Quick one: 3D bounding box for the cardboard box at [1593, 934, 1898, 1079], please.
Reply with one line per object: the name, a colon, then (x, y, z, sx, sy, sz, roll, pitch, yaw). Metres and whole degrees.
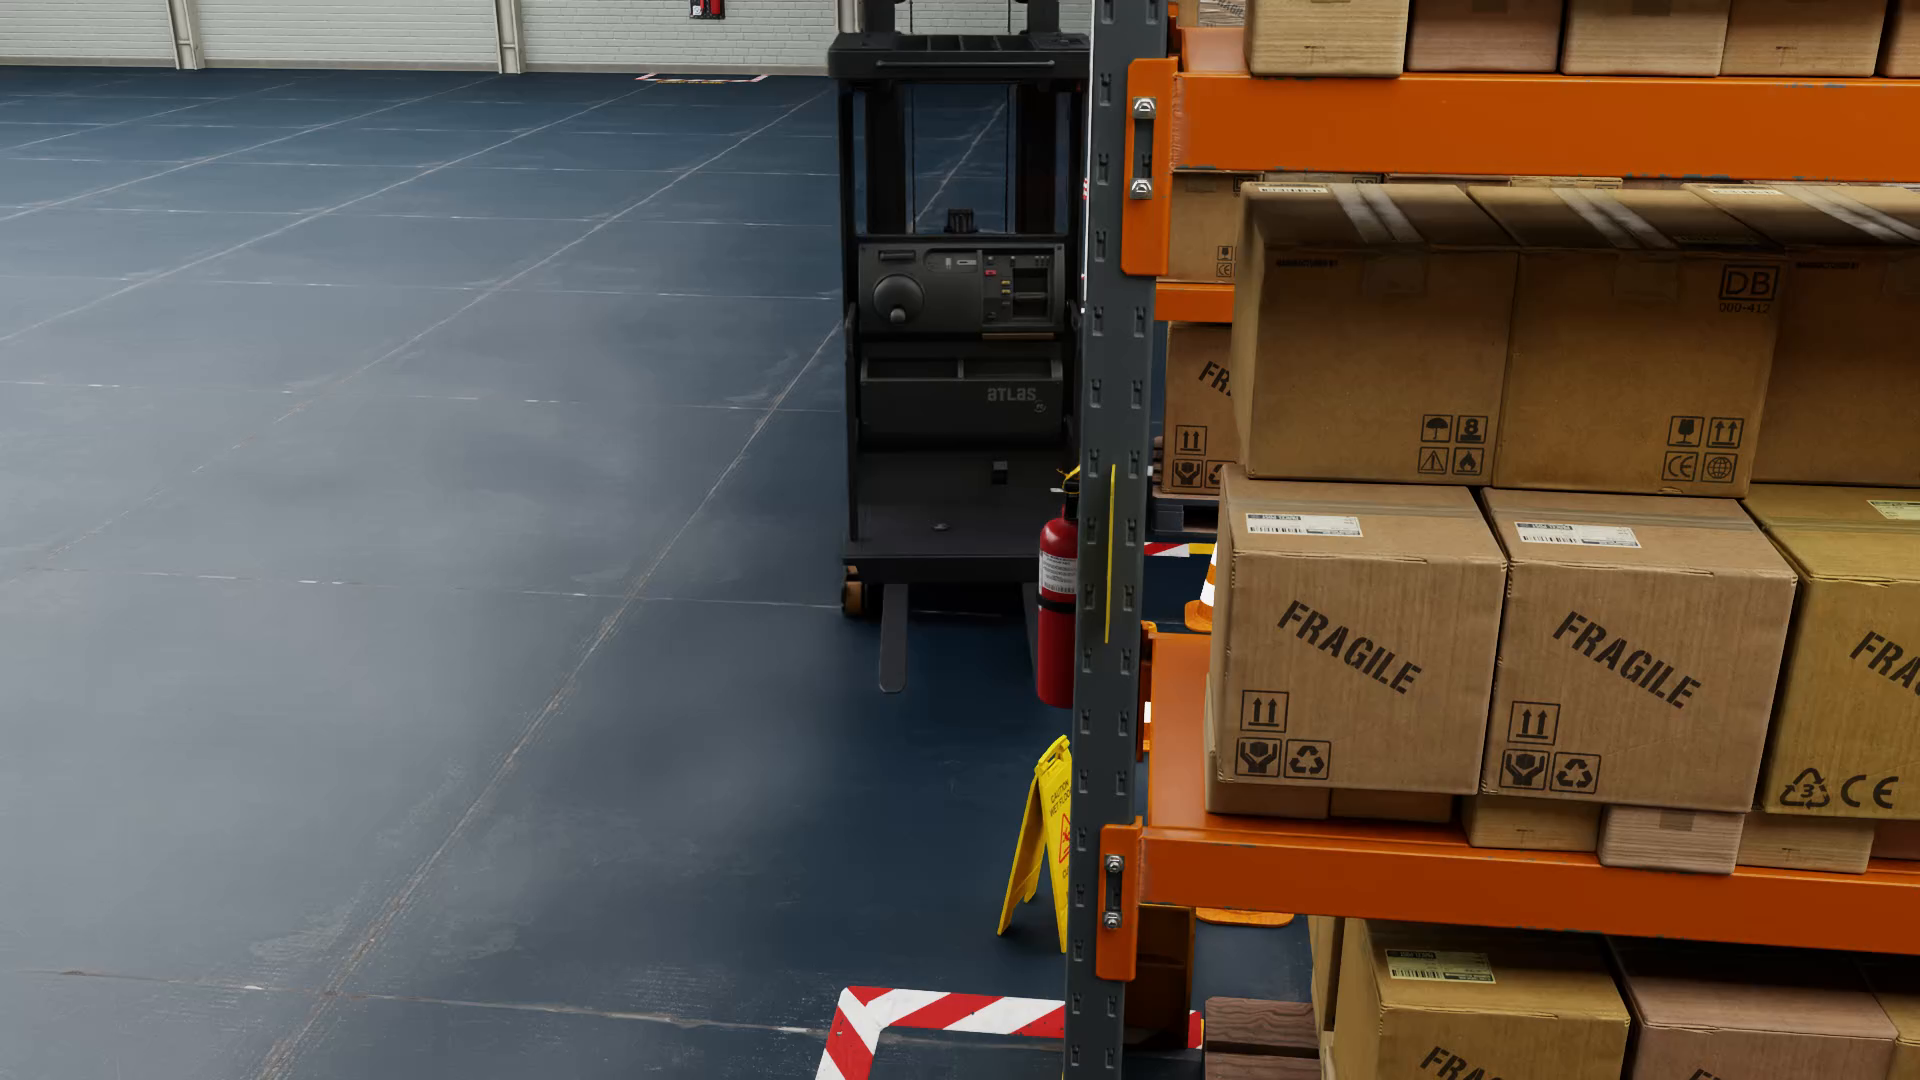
cardboard box: (1.657, 1.123, 3.667, 0.500, 0.500, 0.500, 2, 22, 4)

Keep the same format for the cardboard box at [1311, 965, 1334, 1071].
cardboard box: (1.203, 1.252, 4.361, 0.500, 0.250, 0.500, 2, 22, 6)

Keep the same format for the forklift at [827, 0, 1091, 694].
forklift: (0.013, -1.132, 7.317, 1.130, 2.935, 3.031, 0, 22, -1)

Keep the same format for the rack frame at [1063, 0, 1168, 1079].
rack frame: (0.345, 0.231, 3.776, 0.127, 3.000, 1.000, 2, 22, 6)

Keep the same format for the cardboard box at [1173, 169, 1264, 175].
cardboard box: (1.191, -2.122, 8.055, 0.550, 0.550, 0.875, 2, 22, 6)

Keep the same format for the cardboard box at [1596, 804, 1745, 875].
cardboard box: (1.411, 0.513, 3.405, 0.250, 0.149, 0.380, 3, 22, 7)

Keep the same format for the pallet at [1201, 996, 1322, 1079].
pallet: (1.223, 1.579, 4.158, 1.213, 0.211, 1.003, 2, 22, 6)

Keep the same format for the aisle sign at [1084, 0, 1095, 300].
aisle sign: (0.247, -0.867, 3.018, 0.004, 0.787, 0.394, 2, 22, 6)

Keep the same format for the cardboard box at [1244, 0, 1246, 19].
cardboard box: (0.732, -1.134, 3.490, 0.250, 0.149, 0.380, 3, 22, 7)

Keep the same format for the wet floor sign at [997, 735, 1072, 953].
wet floor sign: (0.282, 0.927, 5.217, 0.232, 0.644, 0.267, 11, 24, 25)

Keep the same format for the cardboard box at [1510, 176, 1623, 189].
cardboard box: (2.822, -1.557, 8.095, 0.500, 0.550, 0.875, 2, 22, 6)

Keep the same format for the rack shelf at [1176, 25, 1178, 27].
rack shelf: (4.667, -6.583, 21.989, 4.000, 0.370, 1.077, 2, 22, 6)

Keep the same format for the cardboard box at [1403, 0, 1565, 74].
cardboard box: (0.908, -0.935, 2.988, 0.250, 0.149, 0.380, 2, 22, 5)

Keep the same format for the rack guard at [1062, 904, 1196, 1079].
rack guard: (0.421, 1.397, 4.227, 0.348, 0.500, 1.175, 2, 22, 6)

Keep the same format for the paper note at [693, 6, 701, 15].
paper note: (-4.518, -9.102, 28.580, 0.142, 0.148, 0.016, 2, 22, 6)

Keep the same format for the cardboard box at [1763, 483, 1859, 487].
cardboard box: (1.910, 0.015, 3.781, 0.500, 0.500, 0.500, 2, 22, 6)

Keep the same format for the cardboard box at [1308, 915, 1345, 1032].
cardboard box: (1.171, 0.905, 4.219, 0.500, 0.500, 0.500, 3, 22, 7)

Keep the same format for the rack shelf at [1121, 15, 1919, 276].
rack shelf: (2.331, -0.743, 3.137, 4.000, 0.370, 1.077, 2, 22, 6)

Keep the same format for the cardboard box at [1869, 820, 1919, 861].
cardboard box: (1.941, 0.501, 3.434, 0.250, 0.149, 0.380, 3, 22, 8)

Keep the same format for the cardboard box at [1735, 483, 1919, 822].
cardboard box: (1.804, 0.211, 3.286, 0.500, 0.500, 0.500, 2, 22, 5)

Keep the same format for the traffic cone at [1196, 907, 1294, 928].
traffic cone: (0.924, 0.958, 5.386, 0.334, 0.463, 0.336, 2, 22, 6)

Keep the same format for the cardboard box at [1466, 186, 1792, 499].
cardboard box: (1.380, -0.452, 3.602, 0.500, 0.500, 0.700, 3, 22, 7)

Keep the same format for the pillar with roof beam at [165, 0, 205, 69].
pillar with roof beam: (-14.324, -11.095, 24.264, 0.400, 9.000, 9.100, 2, 22, 6)

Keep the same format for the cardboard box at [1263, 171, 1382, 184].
cardboard box: (1.750, -1.635, 8.292, 0.550, 0.550, 0.875, 2, 22, 6)

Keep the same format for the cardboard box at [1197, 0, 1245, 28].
cardboard box: (2.025, -3.914, 12.359, 0.500, 0.500, 0.500, 2, 22, 6)

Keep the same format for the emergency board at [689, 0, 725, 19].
emergency board: (-4.351, -9.479, 28.335, 0.643, 1.169, 0.194, 2, 22, 6)

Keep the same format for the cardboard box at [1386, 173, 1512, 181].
cardboard box: (2.288, -2.058, 7.894, 0.550, 0.550, 0.875, 2, 22, 6)

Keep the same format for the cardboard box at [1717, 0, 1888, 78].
cardboard box: (1.415, -0.910, 2.923, 0.250, 0.149, 0.380, 2, 22, 6)

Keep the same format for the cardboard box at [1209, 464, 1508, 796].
cardboard box: (0.783, 0.168, 3.395, 0.500, 0.500, 0.500, 2, 22, 5)

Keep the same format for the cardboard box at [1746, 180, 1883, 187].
cardboard box: (3.877, -1.989, 7.719, 0.550, 0.550, 0.875, 2, 22, 6)

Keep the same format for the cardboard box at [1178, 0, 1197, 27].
cardboard box: (3.143, -7.025, 21.994, 0.500, 0.500, 0.700, 3, 22, 6)

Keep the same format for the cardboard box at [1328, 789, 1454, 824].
cardboard box: (0.911, 0.444, 3.579, 0.250, 0.149, 0.380, 3, 22, 7)

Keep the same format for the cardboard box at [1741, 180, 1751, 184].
cardboard box: (3.883, -1.504, 7.961, 0.550, 0.550, 0.875, 2, 22, 6)
